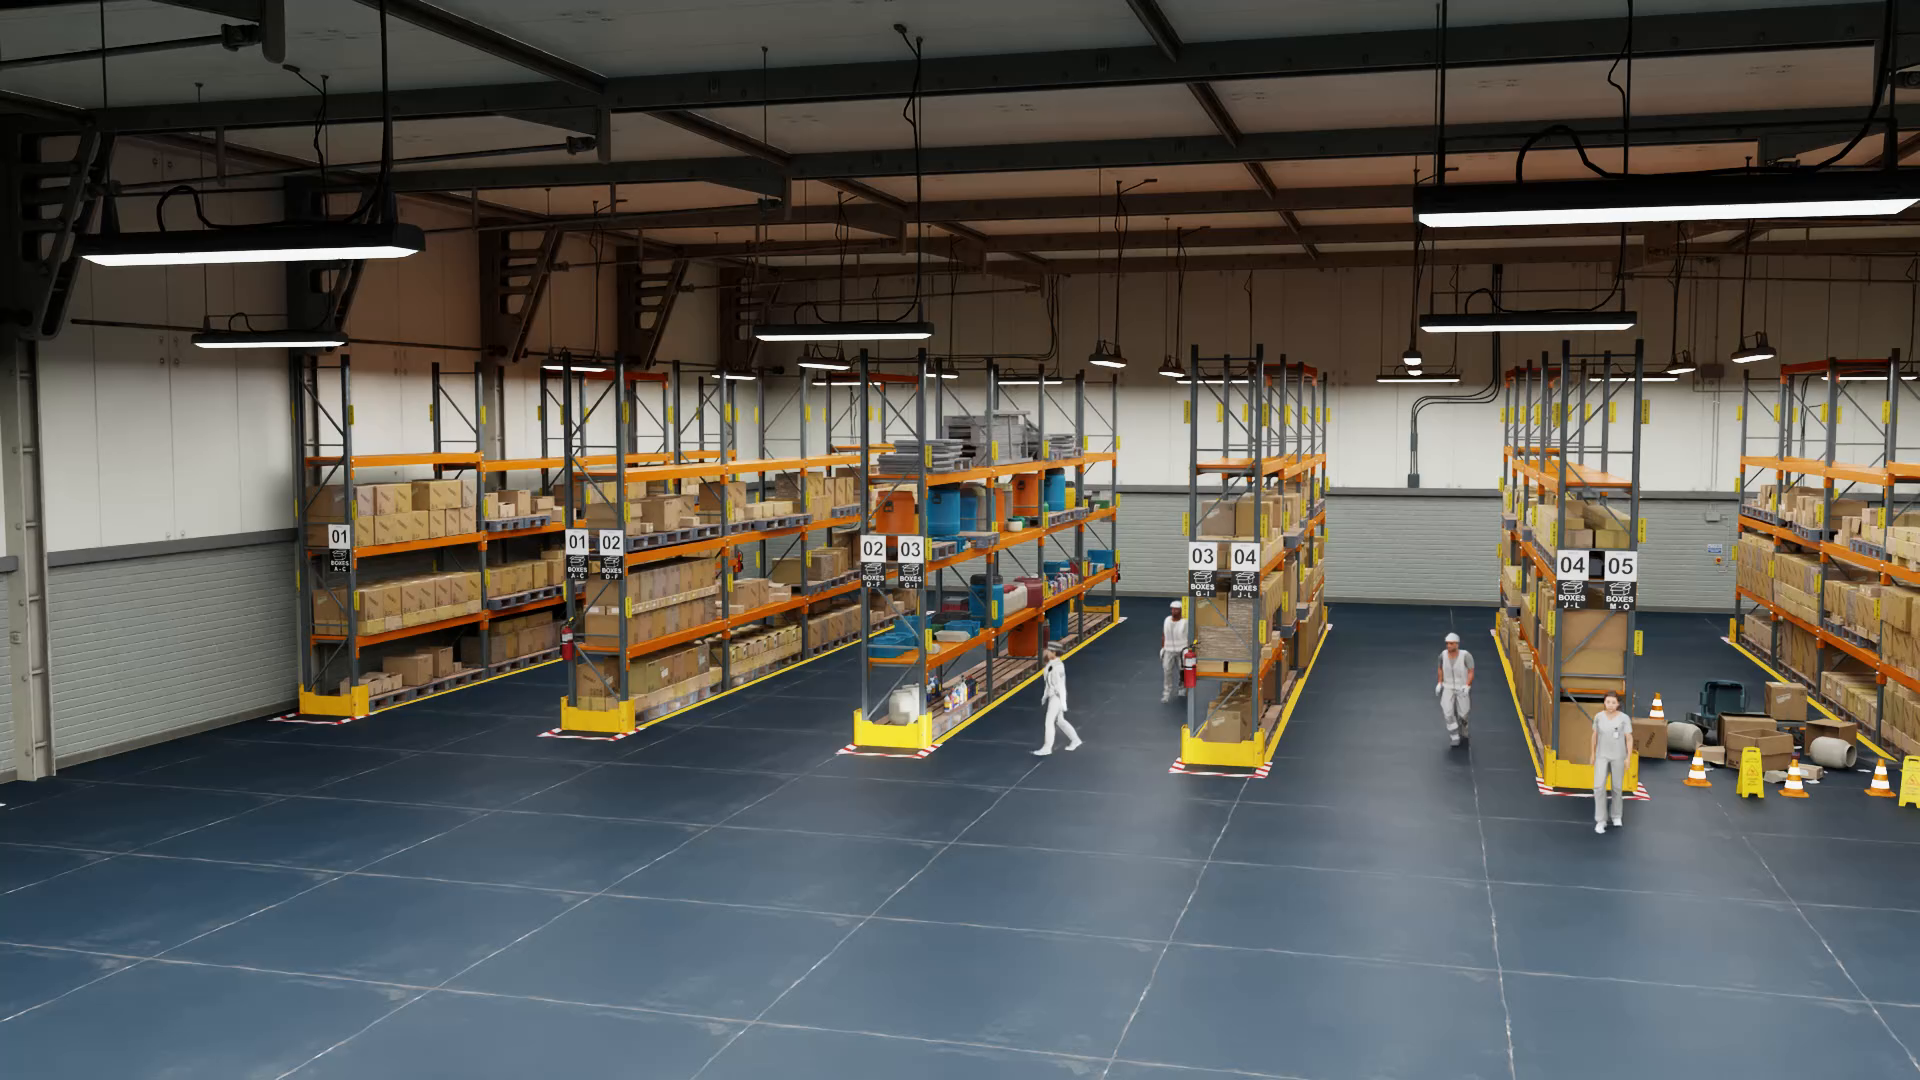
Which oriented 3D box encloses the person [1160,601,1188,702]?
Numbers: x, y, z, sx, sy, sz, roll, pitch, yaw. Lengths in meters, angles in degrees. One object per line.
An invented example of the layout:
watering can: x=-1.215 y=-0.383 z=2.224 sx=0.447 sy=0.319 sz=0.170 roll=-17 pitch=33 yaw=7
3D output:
person: x=3.755 y=1.931 z=29.058 sx=0.595 sy=1.719 sz=1.033 roll=1 pitch=4 yaw=17

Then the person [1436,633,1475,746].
person: x=7.565 y=2.253 z=25.422 sx=0.592 sy=1.698 sz=0.796 roll=2 pitch=5 yaw=26

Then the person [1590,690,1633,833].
person: x=7.882 y=2.667 z=20.139 sx=0.501 sy=1.698 sz=0.619 roll=3 pitch=5 yaw=31

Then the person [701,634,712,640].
person: x=-5.365 y=1.521 z=34.598 sx=0.517 sy=1.726 sz=1.067 roll=1 pitch=5 yaw=18

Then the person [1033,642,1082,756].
person: x=1.443 y=2.325 z=24.590 sx=0.784 sy=1.650 sz=0.478 roll=-1 pitch=4 yaw=-8
